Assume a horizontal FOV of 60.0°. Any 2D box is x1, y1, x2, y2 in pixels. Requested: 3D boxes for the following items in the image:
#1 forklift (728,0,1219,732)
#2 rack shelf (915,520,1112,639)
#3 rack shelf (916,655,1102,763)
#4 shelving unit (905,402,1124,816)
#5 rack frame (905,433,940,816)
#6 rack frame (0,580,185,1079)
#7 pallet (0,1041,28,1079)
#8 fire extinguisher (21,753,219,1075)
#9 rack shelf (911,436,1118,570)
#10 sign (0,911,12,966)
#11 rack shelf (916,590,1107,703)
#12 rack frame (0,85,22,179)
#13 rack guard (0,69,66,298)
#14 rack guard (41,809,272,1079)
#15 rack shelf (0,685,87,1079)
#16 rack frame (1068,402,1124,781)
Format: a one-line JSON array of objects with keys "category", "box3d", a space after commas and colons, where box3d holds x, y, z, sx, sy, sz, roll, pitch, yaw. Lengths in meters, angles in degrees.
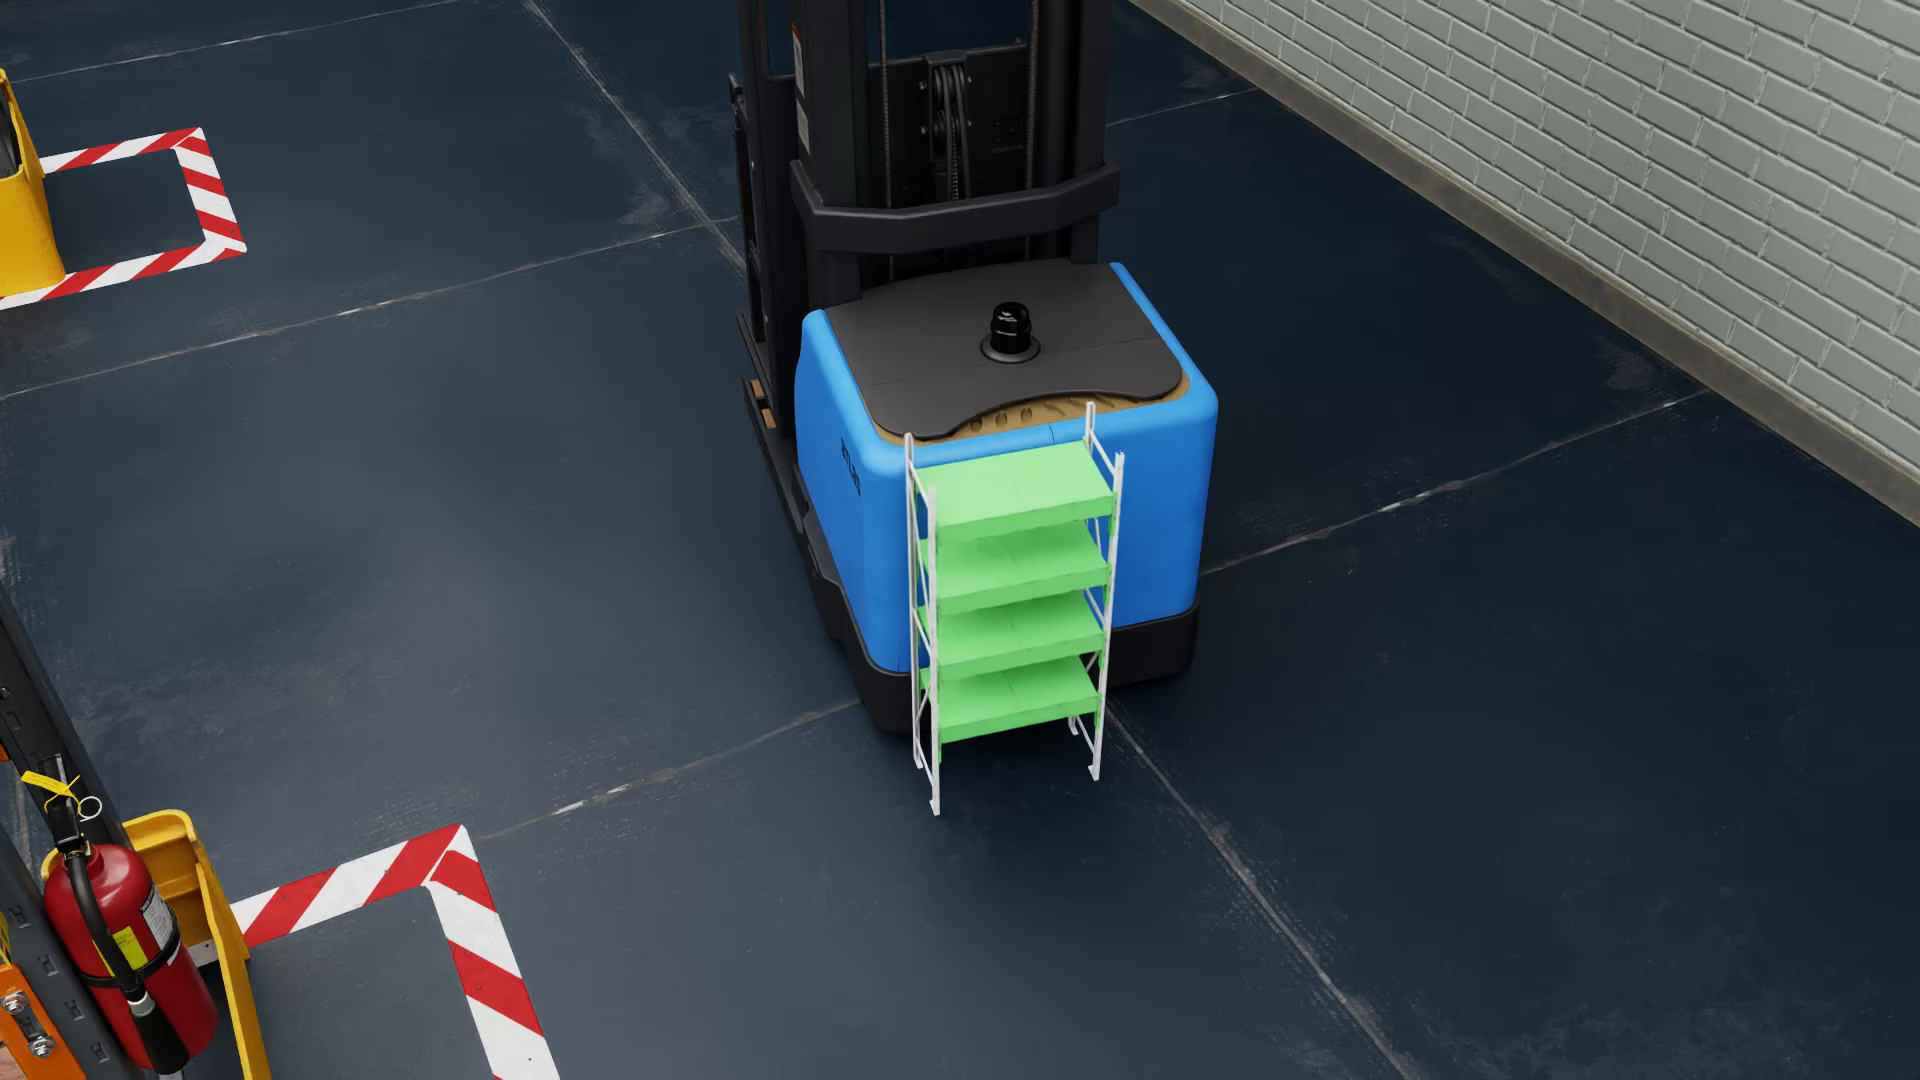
[{"category": "forklift", "box3d": [-0.182, -1.506, 5.261, 1.130, 2.935, 3.031, -11, 41, -13]}, {"category": "rack shelf", "box3d": [0.135, 0.085, 4.448, 0.480, 0.148, 0.258, -10, 41, -12]}, {"category": "rack shelf", "box3d": [0.135, 0.452, 4.757, 0.480, 0.148, 0.258, -10, 41, -12]}, {"category": "shelving unit", "box3d": [0.135, 0.219, 4.562, 0.503, 1.200, 0.258, -10, 41, -12]}, {"category": "rack frame", "box3d": [-0.099, 0.263, 4.510, 0.015, 1.200, 0.240, -10, 41, -12]}, {"category": "rack frame", "box3d": [-1.849, 0.299, 3.075, 0.127, 3.000, 1.000, -19, 44, -21]}, {"category": "pallet", "box3d": [-2.598, 1.588, 3.711, 1.213, 0.211, 1.003, -19, 44, -21]}, {"category": "fire extinguisher", "box3d": [-1.505, 0.687, 2.966, 0.183, 0.674, 0.296, -19, 44, -21]}, {"category": "rack shelf", "box3d": [0.135, -0.099, 4.294, 0.480, 0.148, 0.258, -10, 41, -12]}, {"category": "sign", "box3d": [-1.580, 0.547, 2.655, 0.005, 0.325, 0.100, -19, 44, -21]}, {"category": "rack shelf", "box3d": [0.135, 0.268, 4.603, 0.480, 0.148, 0.258, -10, 41, -12]}, {"category": "rack frame", "box3d": [-4.134, -2.540, 6.429, 0.127, 3.000, 1.000, -19, 44, -21]}, {"category": "rack guard", "box3d": [-4.201, -1.563, 7.210, 0.348, 0.500, 1.175, -19, 44, -21]}, {"category": "rack guard", "box3d": [-1.834, 1.239, 3.899, 0.348, 0.500, 1.175, -19, 44, -21]}, {"category": "rack shelf", "box3d": [-3.623, 1.171, 2.602, 4.000, 0.370, 1.077, -19, 44, -21]}, {"category": "rack frame", "box3d": [0.370, 0.176, 4.613, 0.015, 1.200, 0.240, -10, 41, -12]}]
